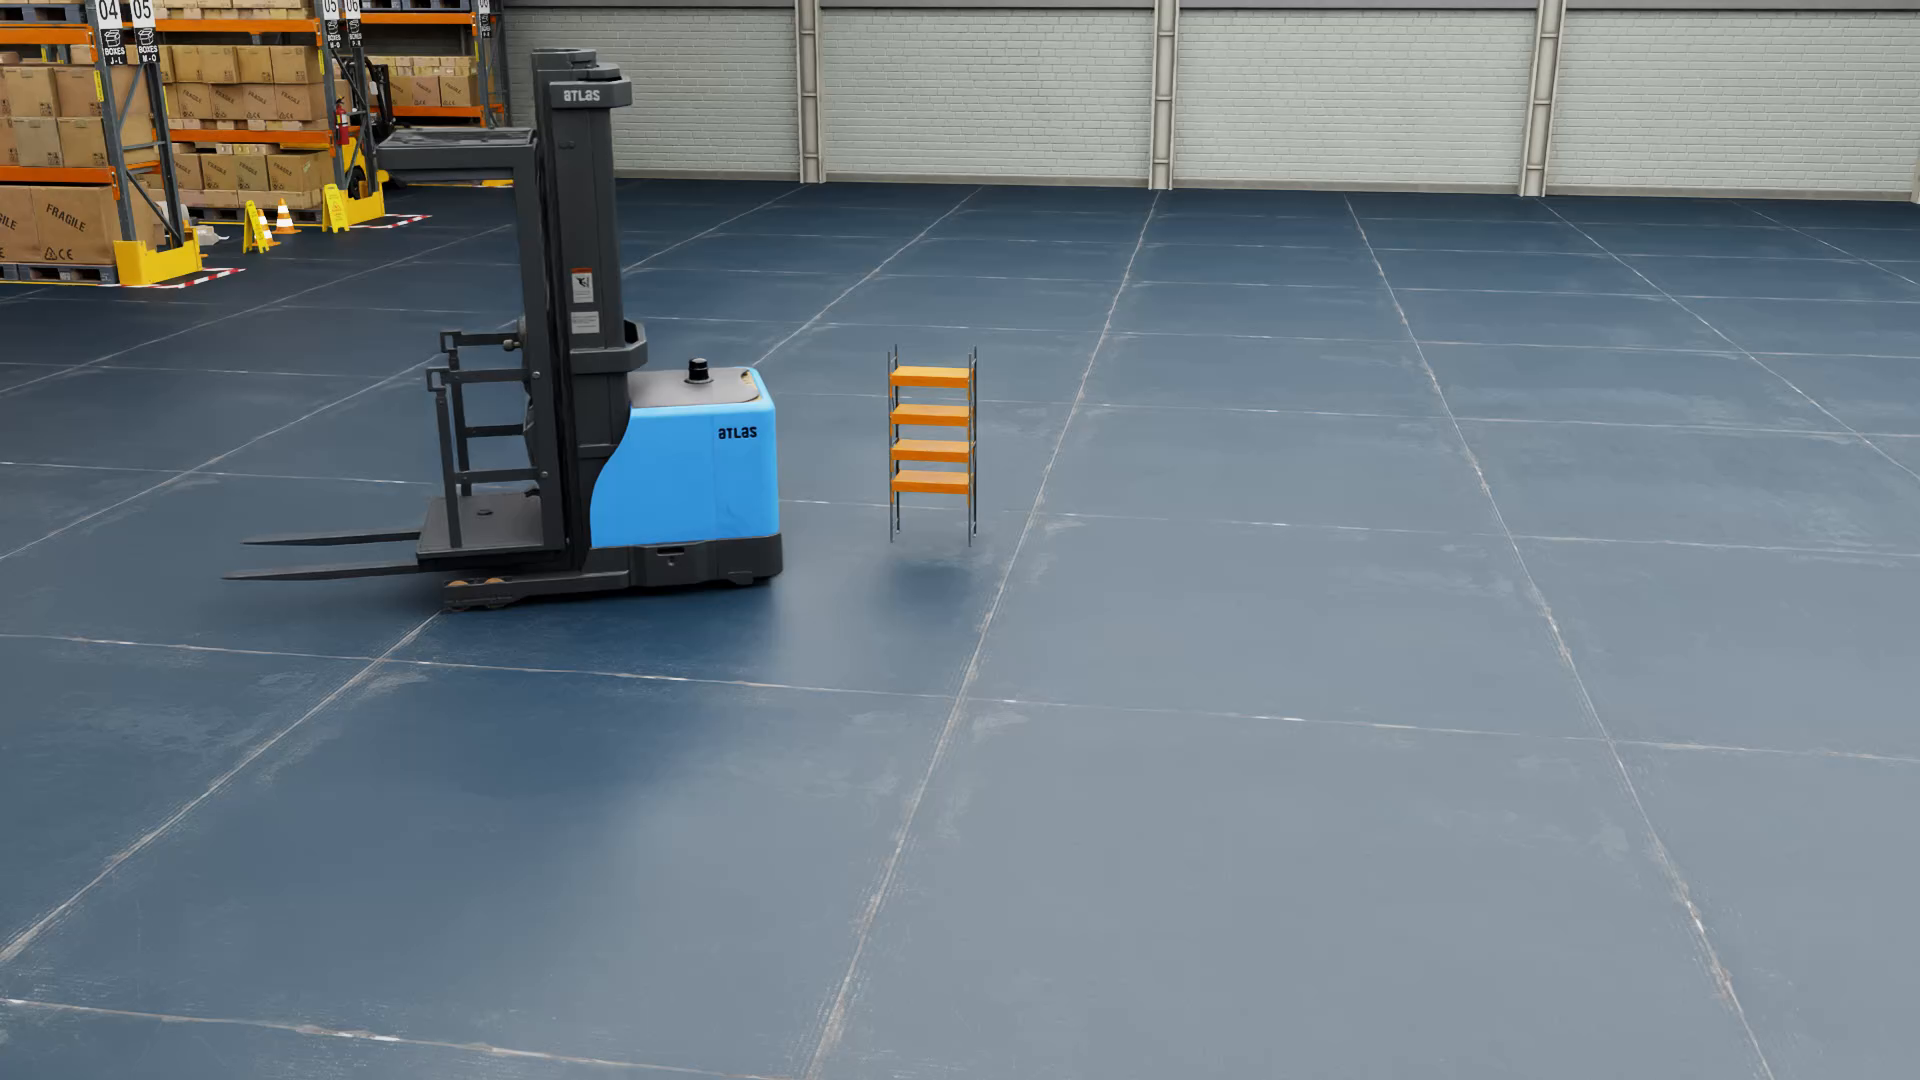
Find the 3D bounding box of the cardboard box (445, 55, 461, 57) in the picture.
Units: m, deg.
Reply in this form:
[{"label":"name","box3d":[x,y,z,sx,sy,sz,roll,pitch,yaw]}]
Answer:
[{"label":"cardboard box","box3d":[-8.742,-8.238,28.548,0.250,0.149,0.380,3,19,10]}]

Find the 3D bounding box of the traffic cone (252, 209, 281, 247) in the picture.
[{"label":"traffic cone","box3d":[-9.182,-4.120,21.887,0.334,0.463,0.336,3,19,9]}]

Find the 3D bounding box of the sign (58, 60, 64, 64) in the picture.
[{"label":"sign","box3d":[-12.746,-6.647,23.616,0.005,0.325,0.100,3,19,9]}]

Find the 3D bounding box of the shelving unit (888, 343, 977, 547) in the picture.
[{"label":"shelving unit","box3d":[-0.163,-0.577,10.138,0.503,1.200,0.258,3,19,9]}]

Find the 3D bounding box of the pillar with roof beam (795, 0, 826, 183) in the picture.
[{"label":"pillar with roof beam","box3d":[-3.232,-9.137,23.430,0.400,9.000,9.100,3,19,9]}]

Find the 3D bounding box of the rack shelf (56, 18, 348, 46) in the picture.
[{"label":"rack shelf","box3d":[-10.687,-7.252,23.657,4.000,0.370,1.077,3,19,9]}]

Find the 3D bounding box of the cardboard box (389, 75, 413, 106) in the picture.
[{"label":"cardboard box","box3d":[-9.473,-7.670,28.342,0.500,0.500,0.500,3,19,8]}]

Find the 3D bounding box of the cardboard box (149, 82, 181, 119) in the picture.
[{"label":"cardboard box","box3d":[-11.279,-6.303,23.788,0.500,0.500,0.500,3,19,8]}]

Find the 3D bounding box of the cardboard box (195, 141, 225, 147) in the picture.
[{"label":"cardboard box","box3d":[-13.160,-6.964,29.470,0.625,0.625,0.875,3,19,8]}]

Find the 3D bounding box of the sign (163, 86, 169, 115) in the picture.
[{"label":"sign","box3d":[-9.304,-5.136,19.437,0.005,0.325,0.100,3,19,9]}]

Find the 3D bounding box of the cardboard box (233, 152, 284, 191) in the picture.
[{"label":"cardboard box","box3d":[-10.061,-5.305,23.921,0.500,0.500,0.500,4,19,11]}]

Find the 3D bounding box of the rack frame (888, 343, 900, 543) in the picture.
[{"label":"rack frame","box3d":[-0.404,-0.590,10.174,0.015,1.200,0.240,3,19,9]}]

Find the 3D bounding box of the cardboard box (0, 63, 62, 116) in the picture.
[{"label":"cardboard box","box3d":[-10.847,-5.198,19.173,0.550,0.550,0.875,3,19,9]}]

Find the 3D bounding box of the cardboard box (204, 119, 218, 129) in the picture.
[{"label":"cardboard box","box3d":[-10.622,-5.986,23.862,0.250,0.149,0.380,3,19,9]}]

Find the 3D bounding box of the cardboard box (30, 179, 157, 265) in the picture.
[{"label":"cardboard box","box3d":[-10.078,-3.719,19.379,0.875,0.875,0.875,3,19,9]}]

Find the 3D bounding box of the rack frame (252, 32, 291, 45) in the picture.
[{"label":"rack frame","box3d":[-11.878,-7.827,28.968,0.127,3.000,1.000,3,19,9]}]

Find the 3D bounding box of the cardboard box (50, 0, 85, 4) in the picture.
[{"label":"cardboard box","box3d":[-9.780,-5.975,18.282,0.250,0.149,0.380,3,19,9]}]

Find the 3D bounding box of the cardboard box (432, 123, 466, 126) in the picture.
[{"label":"cardboard box","box3d":[-8.867,-7.102,28.899,0.500,0.250,0.500,3,19,9]}]

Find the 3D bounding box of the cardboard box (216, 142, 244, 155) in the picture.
[{"label":"cardboard box","box3d":[-10.426,-5.612,23.817,0.250,0.149,0.380,4,19,11]}]

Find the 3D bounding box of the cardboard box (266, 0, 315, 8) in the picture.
[{"label":"cardboard box","box3d":[-9.260,-7.504,23.044,0.500,0.250,0.500,3,19,8]}]

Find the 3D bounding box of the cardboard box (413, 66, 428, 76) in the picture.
[{"label":"cardboard box","box3d":[-9.062,-7.962,28.192,0.250,0.149,0.380,3,19,8]}]

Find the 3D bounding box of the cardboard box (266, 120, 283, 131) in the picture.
[{"label":"cardboard box","box3d":[-9.633,-5.901,23.607,0.250,0.149,0.380,3,19,8]}]

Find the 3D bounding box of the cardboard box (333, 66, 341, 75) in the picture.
[{"label":"cardboard box","box3d":[-10.597,-8.017,28.357,0.250,0.149,0.380,3,19,8]}]

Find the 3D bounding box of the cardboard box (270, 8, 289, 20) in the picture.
[{"label":"cardboard box","box3d":[-9.360,-7.306,23.081,0.250,0.149,0.380,3,19,9]}]

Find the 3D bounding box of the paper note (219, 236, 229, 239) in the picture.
[{"label":"paper note","box3d":[-9.961,-4.086,22.468,0.142,0.019,0.148,-3,19,-10]}]

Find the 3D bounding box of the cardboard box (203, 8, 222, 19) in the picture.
[{"label":"cardboard box","box3d":[-10.369,-7.377,23.293,0.250,0.149,0.380,2,19,7]}]

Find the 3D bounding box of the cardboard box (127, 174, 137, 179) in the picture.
[{"label":"cardboard box","box3d":[-12.122,-5.408,24.229,0.500,0.500,0.500,4,19,11]}]

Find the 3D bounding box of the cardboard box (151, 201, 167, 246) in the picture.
[{"label":"cardboard box","box3d":[-10.848,-4.182,22.008,0.637,0.503,0.797,-11,21,-29]}]

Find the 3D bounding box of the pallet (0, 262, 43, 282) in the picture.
[{"label":"pallet","box3d":[-11.401,-3.270,19.743,1.213,0.211,1.003,3,19,9]}]

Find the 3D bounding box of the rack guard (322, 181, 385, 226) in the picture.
[{"label":"rack guard","box3d":[-8.787,-4.889,24.126,0.348,0.500,1.175,3,19,9]}]

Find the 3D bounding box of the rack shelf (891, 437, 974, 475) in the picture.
[{"label":"rack shelf","box3d":[-0.163,-0.514,10.159,0.480,0.148,0.258,3,19,9]}]

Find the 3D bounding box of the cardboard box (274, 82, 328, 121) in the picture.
[{"label":"cardboard box","box3d":[-9.292,-6.200,23.479,0.500,0.500,0.500,3,19,8]}]

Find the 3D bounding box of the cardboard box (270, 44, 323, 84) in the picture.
[{"label":"cardboard box","box3d":[-9.251,-6.690,23.369,0.500,0.500,0.700,2,19,7]}]

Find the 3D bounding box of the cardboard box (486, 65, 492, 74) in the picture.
[{"label":"cardboard box","box3d":[-8.223,-8.079,28.542,0.250,0.149,0.380,2,19,7]}]

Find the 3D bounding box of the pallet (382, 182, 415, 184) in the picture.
[{"label":"pallet","box3d":[-9.892,-6.391,29.070,1.213,0.211,1.003,3,19,9]}]

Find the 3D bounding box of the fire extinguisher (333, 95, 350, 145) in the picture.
[{"label":"fire extinguisher","box3d":[-8.673,-5.884,23.282,0.183,0.674,0.296,3,19,9]}]

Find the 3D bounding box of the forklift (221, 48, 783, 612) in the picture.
[{"label":"forklift","box3d":[-2.590,-1.181,9.212,3.031,2.935,1.130,-4,19,-12]}]

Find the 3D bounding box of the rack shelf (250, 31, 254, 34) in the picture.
[{"label":"rack shelf","box3d":[-13.853,-9.009,28.907,4.000,0.370,1.077,3,19,9]}]

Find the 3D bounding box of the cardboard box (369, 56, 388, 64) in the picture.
[{"label":"cardboard box","box3d":[-9.831,-8.149,28.282,0.250,0.149,0.380,3,19,9]}]

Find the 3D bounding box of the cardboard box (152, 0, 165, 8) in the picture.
[{"label":"cardboard box","box3d":[-11.268,-7.604,23.342,0.500,0.250,0.500,3,19,9]}]

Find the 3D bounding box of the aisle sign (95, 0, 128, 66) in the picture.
[{"label":"aisle sign","box3d":[-9.375,-5.650,18.364,0.004,0.787,0.394,3,19,9]}]

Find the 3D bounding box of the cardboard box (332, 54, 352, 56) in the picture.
[{"label":"cardboard box","box3d":[-10.753,-8.374,28.954,0.250,0.149,0.380,3,19,8]}]

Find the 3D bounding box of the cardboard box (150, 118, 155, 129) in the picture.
[{"label":"cardboard box","box3d":[-11.638,-6.013,23.941,0.250,0.149,0.380,3,19,10]}]

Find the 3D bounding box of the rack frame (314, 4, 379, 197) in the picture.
[{"label":"rack frame","box3d":[-8.712,-6.070,23.718,0.127,3.000,1.000,3,19,9]}]

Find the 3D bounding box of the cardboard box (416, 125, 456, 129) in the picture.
[{"label":"cardboard box","box3d":[-8.938,-6.944,28.426,0.500,0.250,0.500,3,19,10]}]

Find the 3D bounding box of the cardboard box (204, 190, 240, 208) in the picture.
[{"label":"cardboard box","box3d":[-10.581,-4.975,24.116,0.500,0.250,0.500,2,19,7]}]

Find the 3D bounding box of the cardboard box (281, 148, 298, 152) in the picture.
[{"label":"cardboard box","box3d":[-10.005,-5.474,24.427,0.500,0.500,0.500,2,19,7]}]

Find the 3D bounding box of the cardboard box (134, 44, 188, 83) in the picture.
[{"label":"cardboard box","box3d":[-11.269,-6.778,23.631,0.500,0.500,0.700,3,19,7]}]

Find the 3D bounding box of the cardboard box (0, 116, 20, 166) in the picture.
[{"label":"cardboard box","box3d":[-10.851,-4.678,19.322,0.550,0.550,0.875,3,19,9]}]

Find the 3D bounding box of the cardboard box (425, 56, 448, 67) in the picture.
[{"label":"cardboard box","box3d":[-8.827,-8.081,28.079,0.250,0.149,0.380,3,19,10]}]
